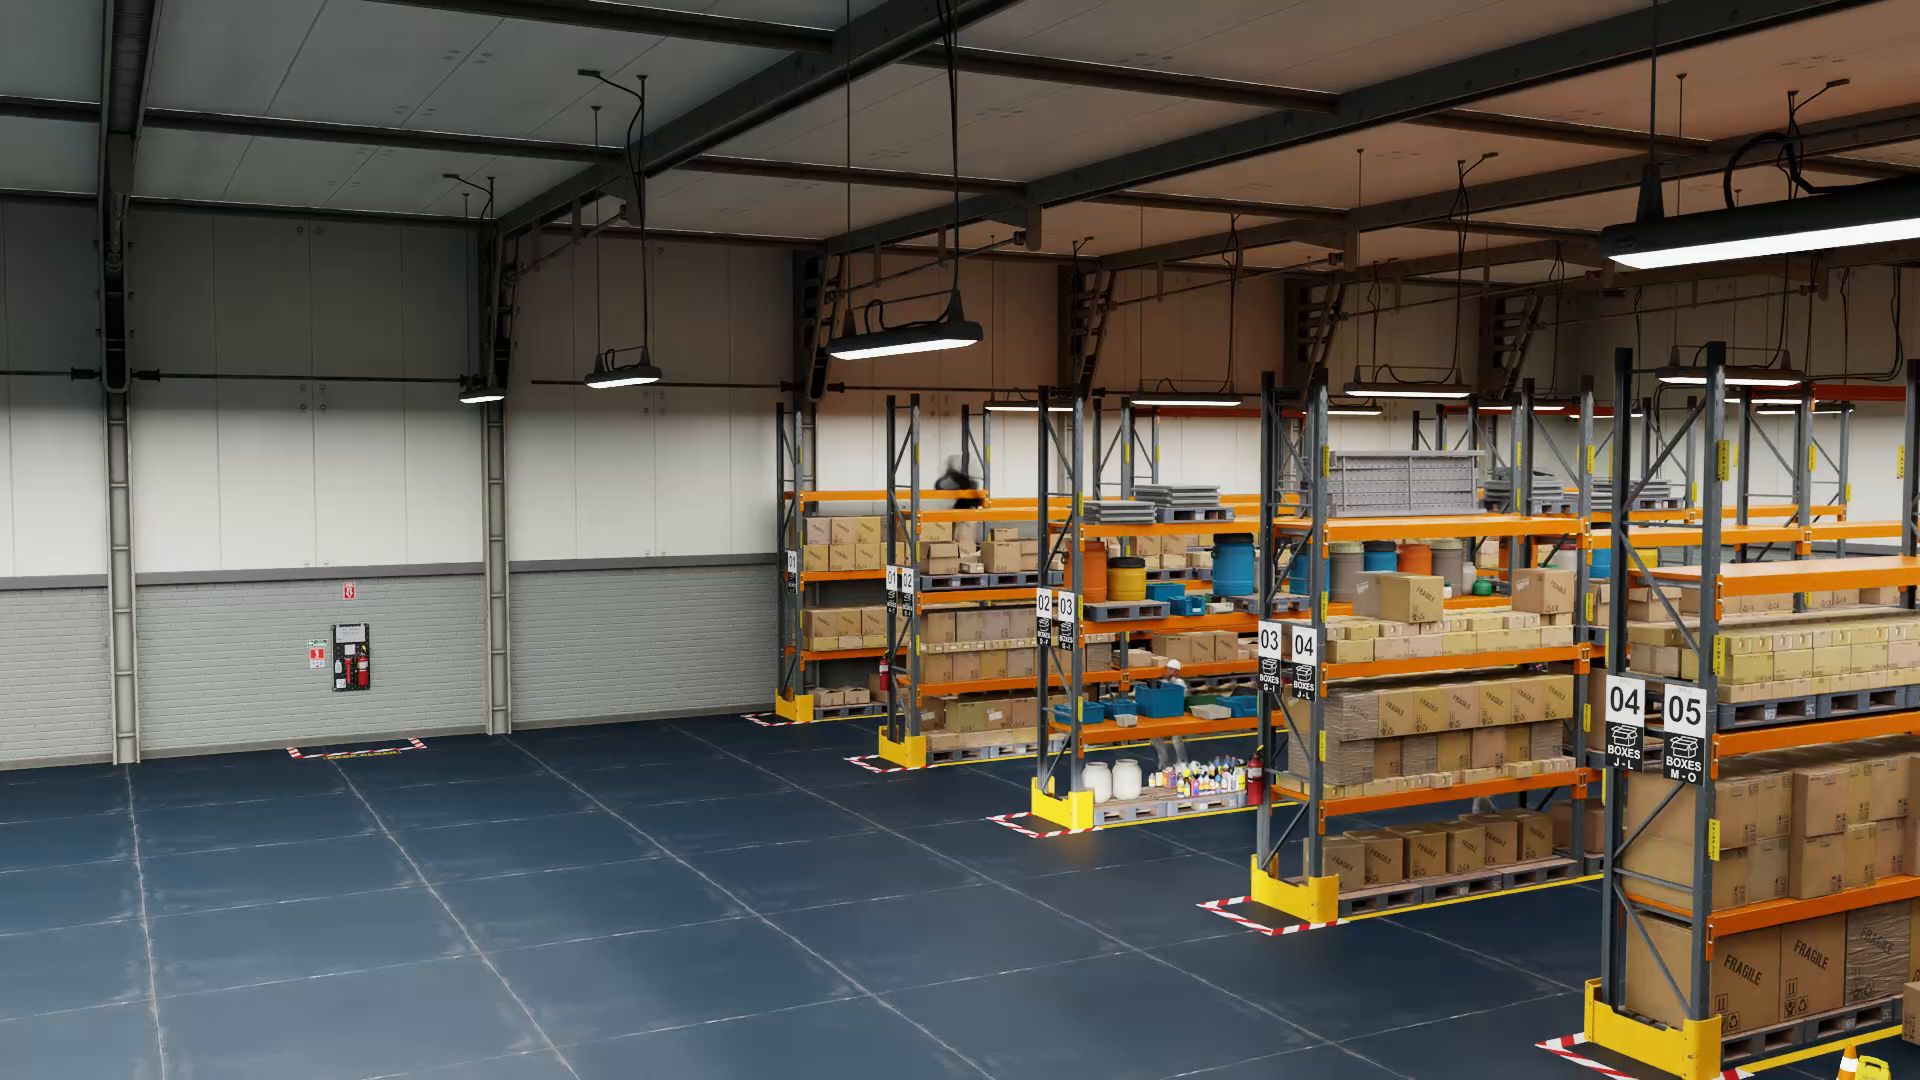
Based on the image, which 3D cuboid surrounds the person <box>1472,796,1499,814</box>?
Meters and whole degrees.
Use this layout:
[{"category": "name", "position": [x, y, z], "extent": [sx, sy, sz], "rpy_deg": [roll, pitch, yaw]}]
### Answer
[{"category": "person", "position": [6.865, 3.060, 21.911], "extent": [0.913, 1.663, 0.602], "rpy_deg": [-2, 4, -32]}]

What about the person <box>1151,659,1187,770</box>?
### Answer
[{"category": "person", "position": [3.328, 2.790, 26.381], "extent": [0.716, 1.792, 0.625], "rpy_deg": [-3, 5, -44]}]
